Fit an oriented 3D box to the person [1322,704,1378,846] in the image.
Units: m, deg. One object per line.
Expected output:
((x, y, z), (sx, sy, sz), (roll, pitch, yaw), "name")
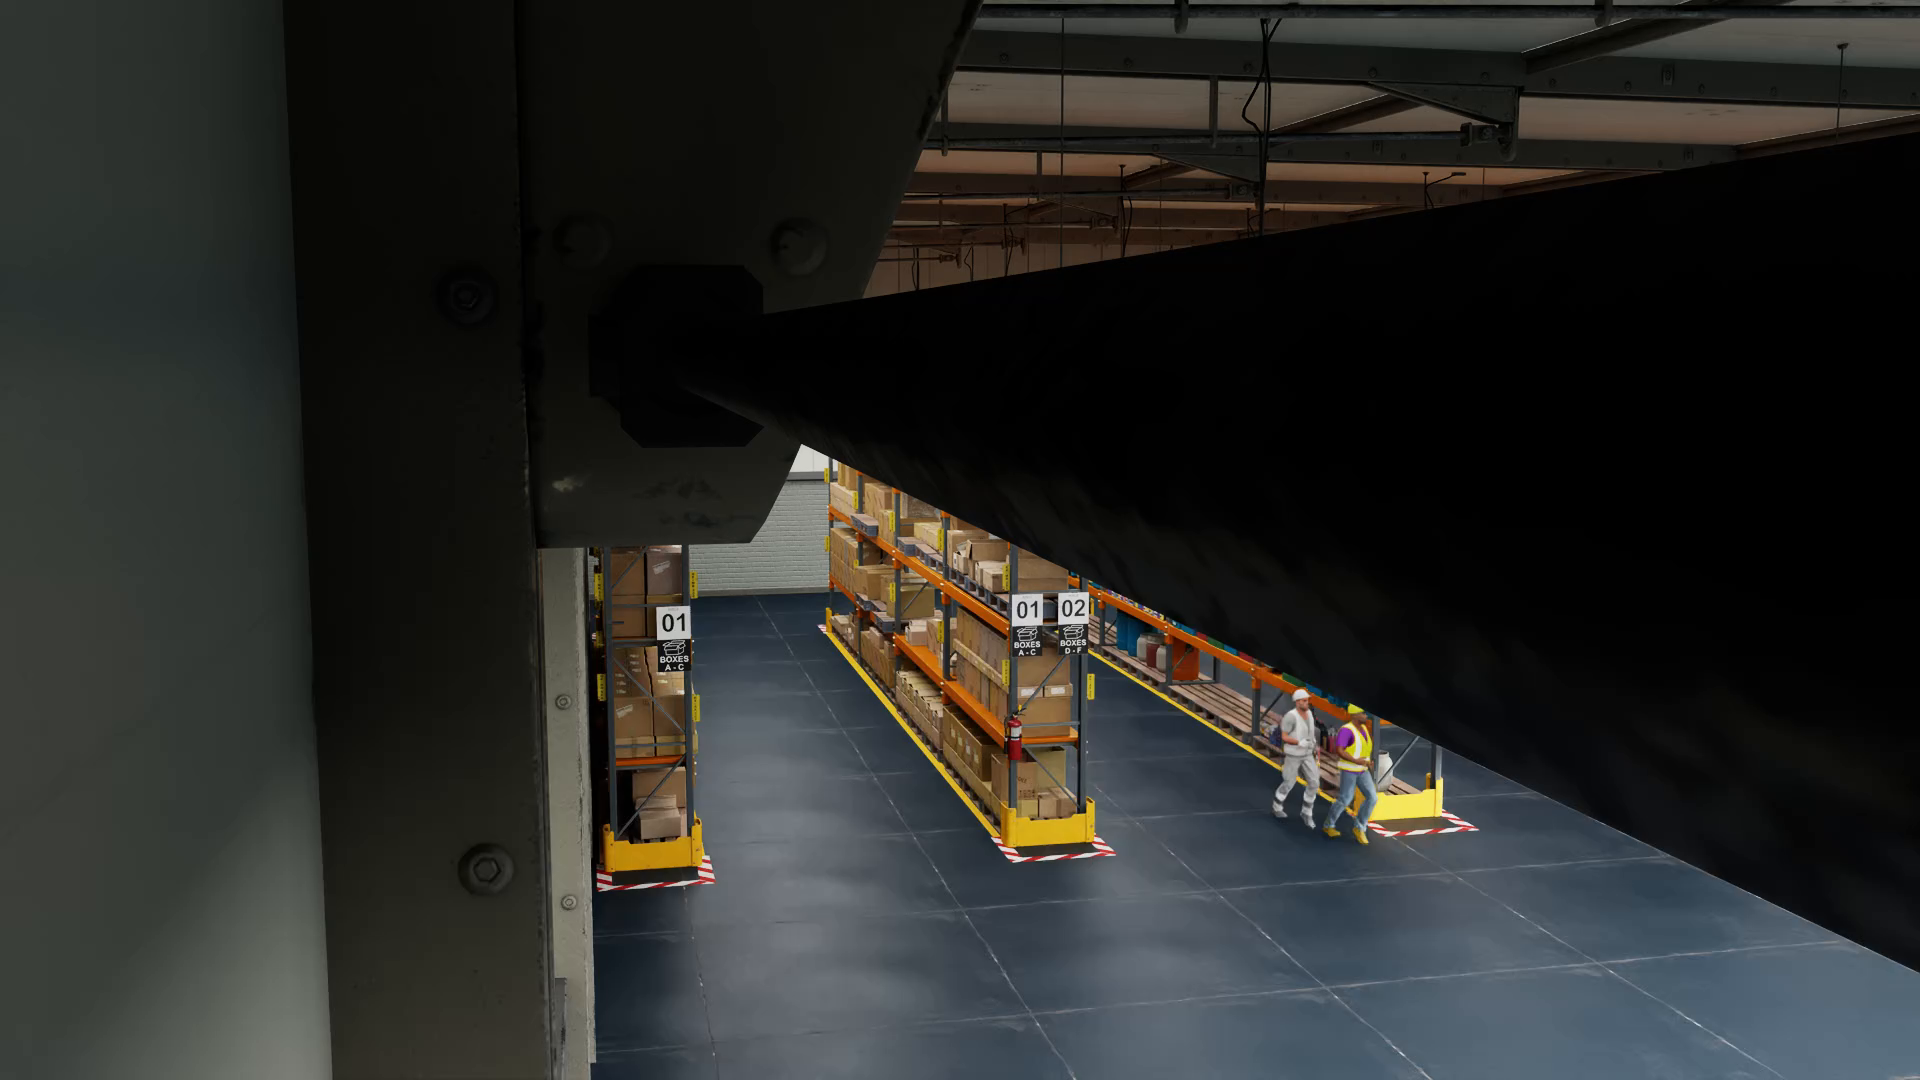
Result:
((5.043, 2.962, 21.202), (0.772, 1.778, 0.665), (-6, 9, -40), "person")

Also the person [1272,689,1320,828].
((4.468, 2.868, 21.835), (0.696, 1.856, 0.749), (-4, 8, -30), "person")
